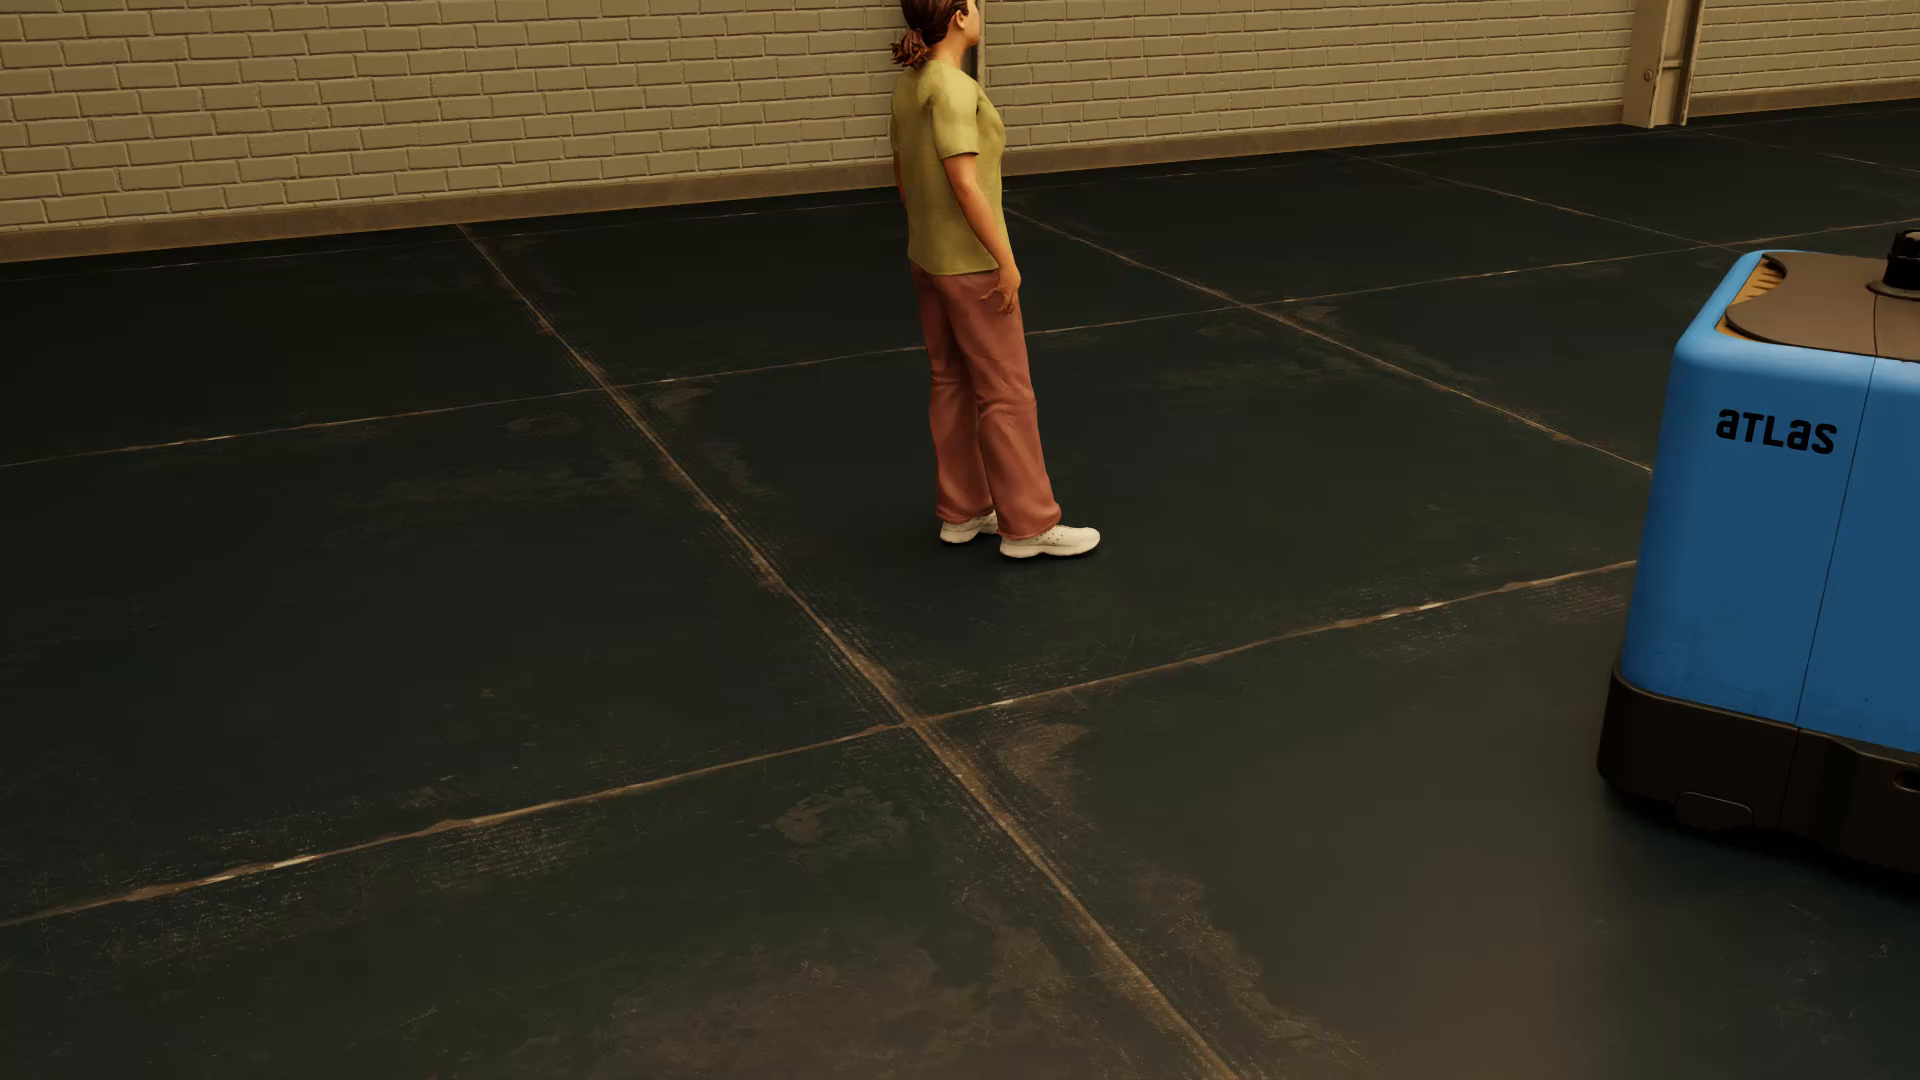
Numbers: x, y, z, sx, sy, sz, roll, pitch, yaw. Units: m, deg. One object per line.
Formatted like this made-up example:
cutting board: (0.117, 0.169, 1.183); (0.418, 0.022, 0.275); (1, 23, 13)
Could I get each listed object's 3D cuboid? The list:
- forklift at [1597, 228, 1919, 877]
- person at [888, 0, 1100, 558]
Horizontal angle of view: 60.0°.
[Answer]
forklift: (2.943, -0.630, 2.803); (3.031, 2.935, 1.130); (13, 26, 28)
person: (0.071, -0.789, 4.802); (0.549, 1.675, 0.555); (-10, 25, -23)
